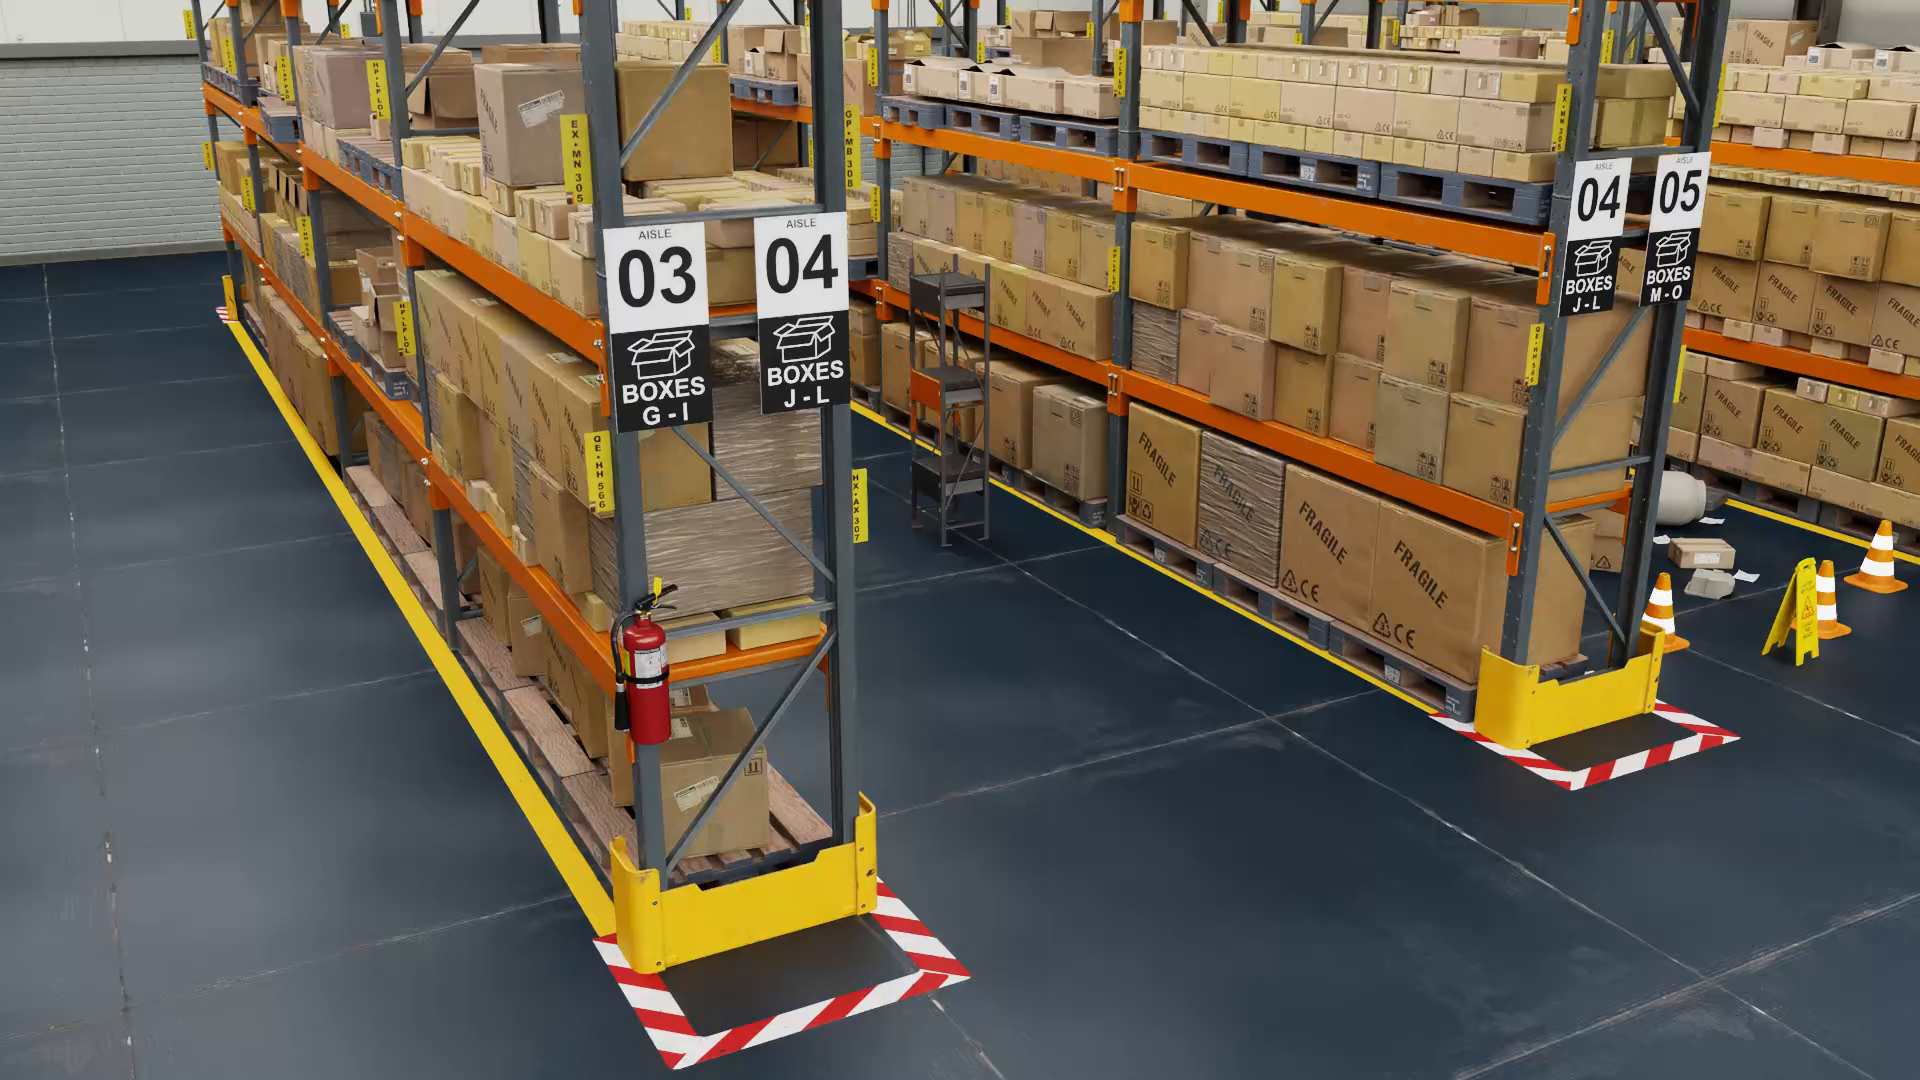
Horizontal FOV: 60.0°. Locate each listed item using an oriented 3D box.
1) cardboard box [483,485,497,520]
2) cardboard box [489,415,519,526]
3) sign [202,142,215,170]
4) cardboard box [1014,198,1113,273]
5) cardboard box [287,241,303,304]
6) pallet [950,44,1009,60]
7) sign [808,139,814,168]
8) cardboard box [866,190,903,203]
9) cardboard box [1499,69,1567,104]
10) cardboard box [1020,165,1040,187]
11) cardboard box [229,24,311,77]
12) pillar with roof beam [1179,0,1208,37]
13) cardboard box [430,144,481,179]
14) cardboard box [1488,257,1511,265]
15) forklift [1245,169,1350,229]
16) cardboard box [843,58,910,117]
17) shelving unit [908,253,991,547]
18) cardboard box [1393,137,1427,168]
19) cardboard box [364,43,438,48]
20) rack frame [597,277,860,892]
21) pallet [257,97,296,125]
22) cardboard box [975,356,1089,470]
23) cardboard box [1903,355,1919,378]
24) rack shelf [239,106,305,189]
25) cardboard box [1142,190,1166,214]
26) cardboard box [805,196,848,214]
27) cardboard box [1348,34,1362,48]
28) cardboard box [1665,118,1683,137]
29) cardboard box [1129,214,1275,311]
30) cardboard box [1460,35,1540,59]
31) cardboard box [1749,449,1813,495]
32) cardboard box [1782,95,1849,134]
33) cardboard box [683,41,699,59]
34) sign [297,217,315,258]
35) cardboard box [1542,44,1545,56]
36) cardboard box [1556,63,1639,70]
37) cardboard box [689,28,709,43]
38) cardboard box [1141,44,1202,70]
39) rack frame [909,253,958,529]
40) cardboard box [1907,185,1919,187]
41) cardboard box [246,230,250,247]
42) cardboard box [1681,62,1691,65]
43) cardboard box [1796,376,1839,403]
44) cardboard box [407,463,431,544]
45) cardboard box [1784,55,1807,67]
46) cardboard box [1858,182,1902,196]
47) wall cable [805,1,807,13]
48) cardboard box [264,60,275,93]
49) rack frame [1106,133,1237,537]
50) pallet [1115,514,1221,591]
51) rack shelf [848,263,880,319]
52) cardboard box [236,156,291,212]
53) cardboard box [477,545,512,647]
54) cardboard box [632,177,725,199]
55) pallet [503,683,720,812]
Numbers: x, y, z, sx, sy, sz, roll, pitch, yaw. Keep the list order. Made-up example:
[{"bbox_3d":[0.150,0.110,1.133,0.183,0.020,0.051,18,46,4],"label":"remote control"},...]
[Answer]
[{"bbox_3d":[-2.368,-0.217,9.046,0.380,0.149,0.250,-10,21,-27],"label":"cardboard box"},{"bbox_3d":[-1.927,-0.421,8.644,0.875,0.500,0.500,-10,21,-27],"label":"cardboard box"},{"bbox_3d":[-9.010,-4.606,19.933,0.100,0.325,0.005,-10,21,-27],"label":"sign"},{"bbox_3d":[0.866,-2.492,13.569,0.700,0.500,0.500,-10,21,-26],"label":"cardboard box"},{"bbox_3d":[-5.653,-2.390,14.807,0.500,0.500,0.500,-11,22,-28],"label":"cardboard box"},{"bbox_3d":[0.564,-6.943,23.692,1.003,0.211,1.213,-10,21,-27],"label":"pallet"},{"bbox_3d":[-1.719,-4.469,19.209,0.100,0.325,0.005,-10,21,-27],"label":"sign"},{"bbox_3d":[-0.723,-3.434,16.814,0.380,0.149,0.250,-11,22,-29],"label":"cardboard box"},{"bbox_3d":[3.034,-2.356,8.627,0.380,0.149,0.250,-10,21,-26],"label":"cardboard box"},{"bbox_3d":[1.156,-5.060,22.544,0.500,0.500,0.500,-10,22,-27],"label":"cardboard box"},{"bbox_3d":[-7.044,-5.022,17.037,0.700,0.500,0.500,-11,22,-30],"label":"cardboard box"},{"bbox_3d":[0.294,-9.631,26.748,9.100,9.000,0.400,-10,21,-27],"label":"pillar with roof beam"},{"bbox_3d":[-2.640,-2.046,8.982,0.380,0.149,0.250,-10,21,-26],"label":"cardboard box"},{"bbox_3d":[5.150,-2.666,15.499,0.380,0.149,0.250,-10,22,-28],"label":"cardboard box"},{"bbox_3d":[3.382,-2.457,15.260,3.031,2.935,1.130,8,21,22],"label":"forklift"},{"bbox_3d":[-0.801,-4.276,15.674,0.500,0.500,0.500,-10,21,-27],"label":"cardboard box"},{"bbox_3d":[-0.079,-1.040,12.427,0.431,2.100,0.503,-10,21,-27],"label":"shelving unit"},{"bbox_3d":[2.675,-2.197,9.388,0.380,0.149,0.250,-10,21,-26],"label":"cardboard box"},{"bbox_3d":[-4.273,-3.550,12.804,0.500,0.500,0.500,-9,21,-25],"label":"cardboard box"},{"bbox_3d":[-0.921,0.349,7.020,1.000,3.000,0.127,-10,21,-27],"label":"rack frame"},{"bbox_3d":[-5.606,-3.773,14.658,1.003,0.211,1.213,-9,21,-24],"label":"pallet"},{"bbox_3d":[0.764,-1.115,14.069,1.050,0.750,0.750,-10,21,-27],"label":"cardboard box"},{"bbox_3d":[7.114,-1.274,12.109,0.380,0.149,0.250,-10,22,-28],"label":"cardboard box"},{"bbox_3d":[-5.669,-3.599,14.968,1.077,0.370,4.000,-10,21,-27],"label":"rack shelf"},{"bbox_3d":[2.555,-4.094,20.129,0.500,0.250,0.500,-10,21,-27],"label":"cardboard box"},{"bbox_3d":[-1.314,-3.341,16.544,0.380,0.149,0.250,-9,21,-25],"label":"cardboard box"},{"bbox_3d":[5.763,-7.135,23.886,0.500,0.250,0.500,-11,22,-28],"label":"cardboard box"},{"bbox_3d":[5.906,-3.421,13.735,0.380,0.149,0.250,-10,21,-27],"label":"cardboard box"},{"bbox_3d":[1.738,-2.008,11.967,0.875,0.550,0.550,-10,21,-27],"label":"cardboard box"},{"bbox_3d":[5.010,-4.552,15.446,0.500,0.250,0.500,-10,21,-26],"label":"cardboard box"},{"bbox_3d":[6.688,-0.574,13.268,0.500,0.250,0.500,-11,22,-29],"label":"cardboard box"},{"bbox_3d":[6.590,-3.216,12.528,0.500,0.250,0.500,-10,21,-26],"label":"cardboard box"},{"bbox_3d":[-2.886,-5.662,19.307,0.500,0.250,0.500,-11,22,-29],"label":"cardboard box"},{"bbox_3d":[-5.207,-2.408,13.235,0.100,0.325,0.005,-10,21,-27],"label":"sign"},{"bbox_3d":[7.549,-6.153,20.884,0.380,0.149,0.250,-10,21,-26],"label":"cardboard box"},{"bbox_3d":[3.496,-2.529,9.129,0.380,0.149,0.250,-10,21,-26],"label":"cardboard box"},{"bbox_3d":[-2.883,-5.792,19.072,0.380,0.149,0.250,-10,21,-27],"label":"cardboard box"},{"bbox_3d":[1.466,-3.303,11.372,0.380,0.149,0.250,-10,21,-26],"label":"cardboard box"},{"bbox_3d":[-0.194,-1.110,12.630,0.400,2.100,0.015,-10,21,-27],"label":"rack frame"},{"bbox_3d":[10.209,-3.677,17.541,0.380,0.149,0.250,-11,22,-28],"label":"cardboard box"},{"bbox_3d":[-7.418,-3.235,17.793,0.380,0.149,0.250,-10,21,-26],"label":"cardboard box"},{"bbox_3d":[6.244,-3.953,14.053,0.380,0.149,0.250,-9,21,-26],"label":"cardboard box"},{"bbox_3d":[6.717,-1.179,12.876,0.380,0.149,0.250,-9,21,-24],"label":"cardboard box"},{"bbox_3d":[-3.569,-0.305,12.075,0.700,0.500,0.500,-12,22,-31],"label":"cardboard box"},{"bbox_3d":[9.112,-5.139,17.915,0.380,0.149,0.250,-10,22,-27],"label":"cardboard box"},{"bbox_3d":[9.702,-3.671,17.524,0.380,0.149,0.250,-10,21,-27],"label":"cardboard box"},{"bbox_3d":[-2.746,-10.204,28.407,0.463,3.000,0.029,-10,21,-27],"label":"wall cable"},{"bbox_3d":[-6.177,-4.341,15.507,0.500,0.311,0.500,-11,22,-29],"label":"cardboard box"},{"bbox_3d":[1.593,-1.538,12.490,1.000,3.000,0.127,-10,21,-27],"label":"rack frame"},{"bbox_3d":[1.885,0.010,12.278,1.003,0.211,1.213,-10,21,-27],"label":"pallet"},{"bbox_3d":[-1.256,-2.920,17.599,1.077,0.370,4.000,-10,21,-27],"label":"rack shelf"},{"bbox_3d":[-7.307,-3.755,17.538,0.500,0.500,0.500,-10,21,-26],"label":"cardboard box"},{"bbox_3d":[-2.665,0.305,10.337,0.500,0.500,0.500,-11,22,-28],"label":"cardboard box"},{"bbox_3d":[-1.293,-1.603,7.700,0.380,0.149,0.250,-10,21,-27],"label":"cardboard box"},{"bbox_3d":[-1.887,1.057,9.244,1.003,0.211,1.213,-10,21,-27],"label":"pallet"}]
